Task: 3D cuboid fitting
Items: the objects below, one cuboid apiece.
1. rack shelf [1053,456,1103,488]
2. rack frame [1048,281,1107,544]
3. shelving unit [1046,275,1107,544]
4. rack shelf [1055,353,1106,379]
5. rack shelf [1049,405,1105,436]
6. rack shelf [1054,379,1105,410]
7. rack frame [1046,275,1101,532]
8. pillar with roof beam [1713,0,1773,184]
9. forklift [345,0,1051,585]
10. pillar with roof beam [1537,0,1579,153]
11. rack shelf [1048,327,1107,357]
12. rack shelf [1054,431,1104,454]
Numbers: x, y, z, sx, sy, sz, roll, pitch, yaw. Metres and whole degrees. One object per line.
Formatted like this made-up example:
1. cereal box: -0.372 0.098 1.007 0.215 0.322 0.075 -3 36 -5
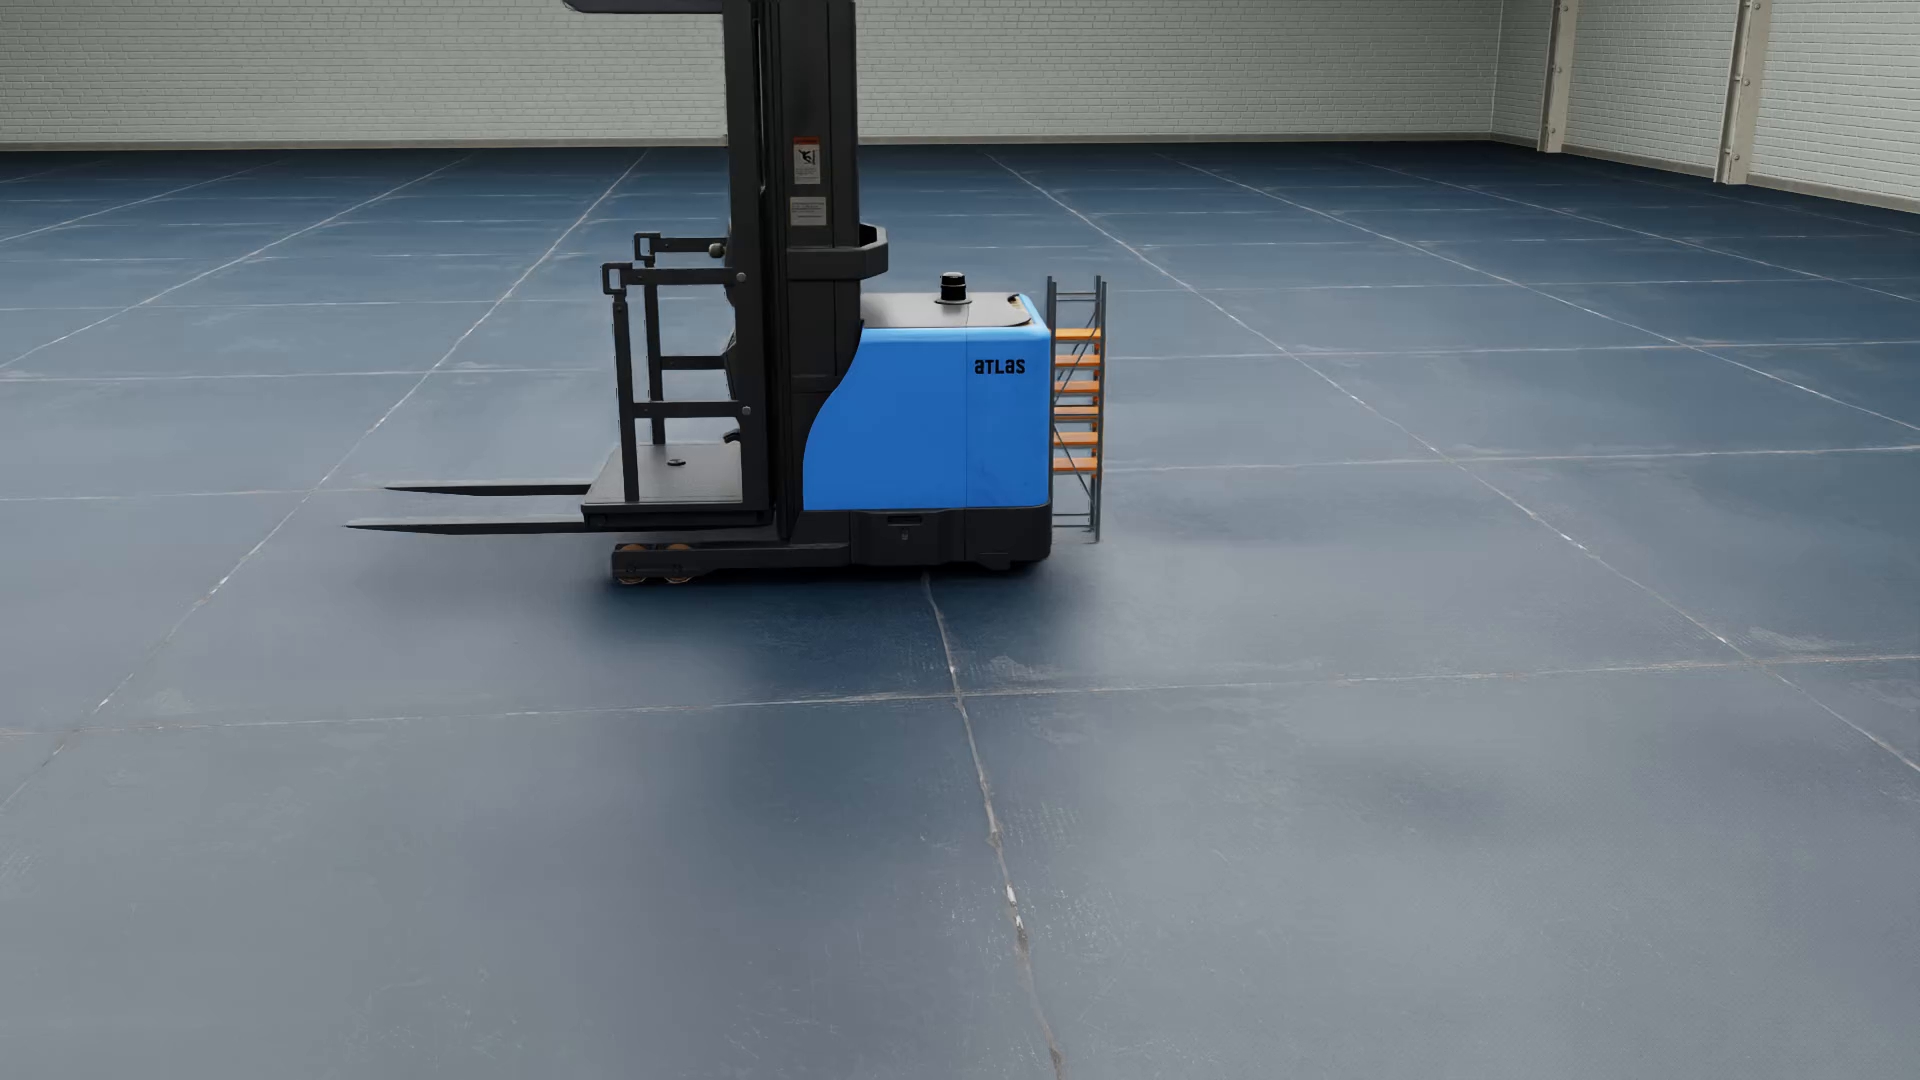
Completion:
1. rack shelf: 0.515 -0.311 7.615 0.258 0.103 0.180 -1 17 -3
2. rack frame: 0.520 -0.555 7.443 0.240 1.200 0.006 -1 17 -3
3. shelving unit: 0.515 -0.583 7.530 0.258 1.200 0.189 -1 17 -3
4. rack shelf: 0.515 -0.769 7.471 0.258 0.103 0.180 -1 17 -3
5. rack shelf: 0.515 -0.540 7.543 0.258 0.103 0.180 -1 17 -3
6. rack shelf: 0.515 -0.655 7.507 0.258 0.103 0.180 -1 17 -3
7. rack frame: 0.510 -0.610 7.617 0.240 1.200 0.006 -1 17 -3
8. pillar with roof beam: 6.973 -9.377 22.522 9.100 9.000 0.400 -2 18 -6
9. forklift: -1.144 -1.372 7.155 3.031 2.935 1.130 -1 17 -3
10. pillar with roof beam: 6.354 -11.165 28.216 9.100 9.000 0.400 -2 18 -6
11. rack shelf: 0.515 -0.884 7.435 0.258 0.103 0.180 -1 17 -3
12. rack shelf: 0.515 -0.426 7.579 0.258 0.103 0.180 -1 17 -3
